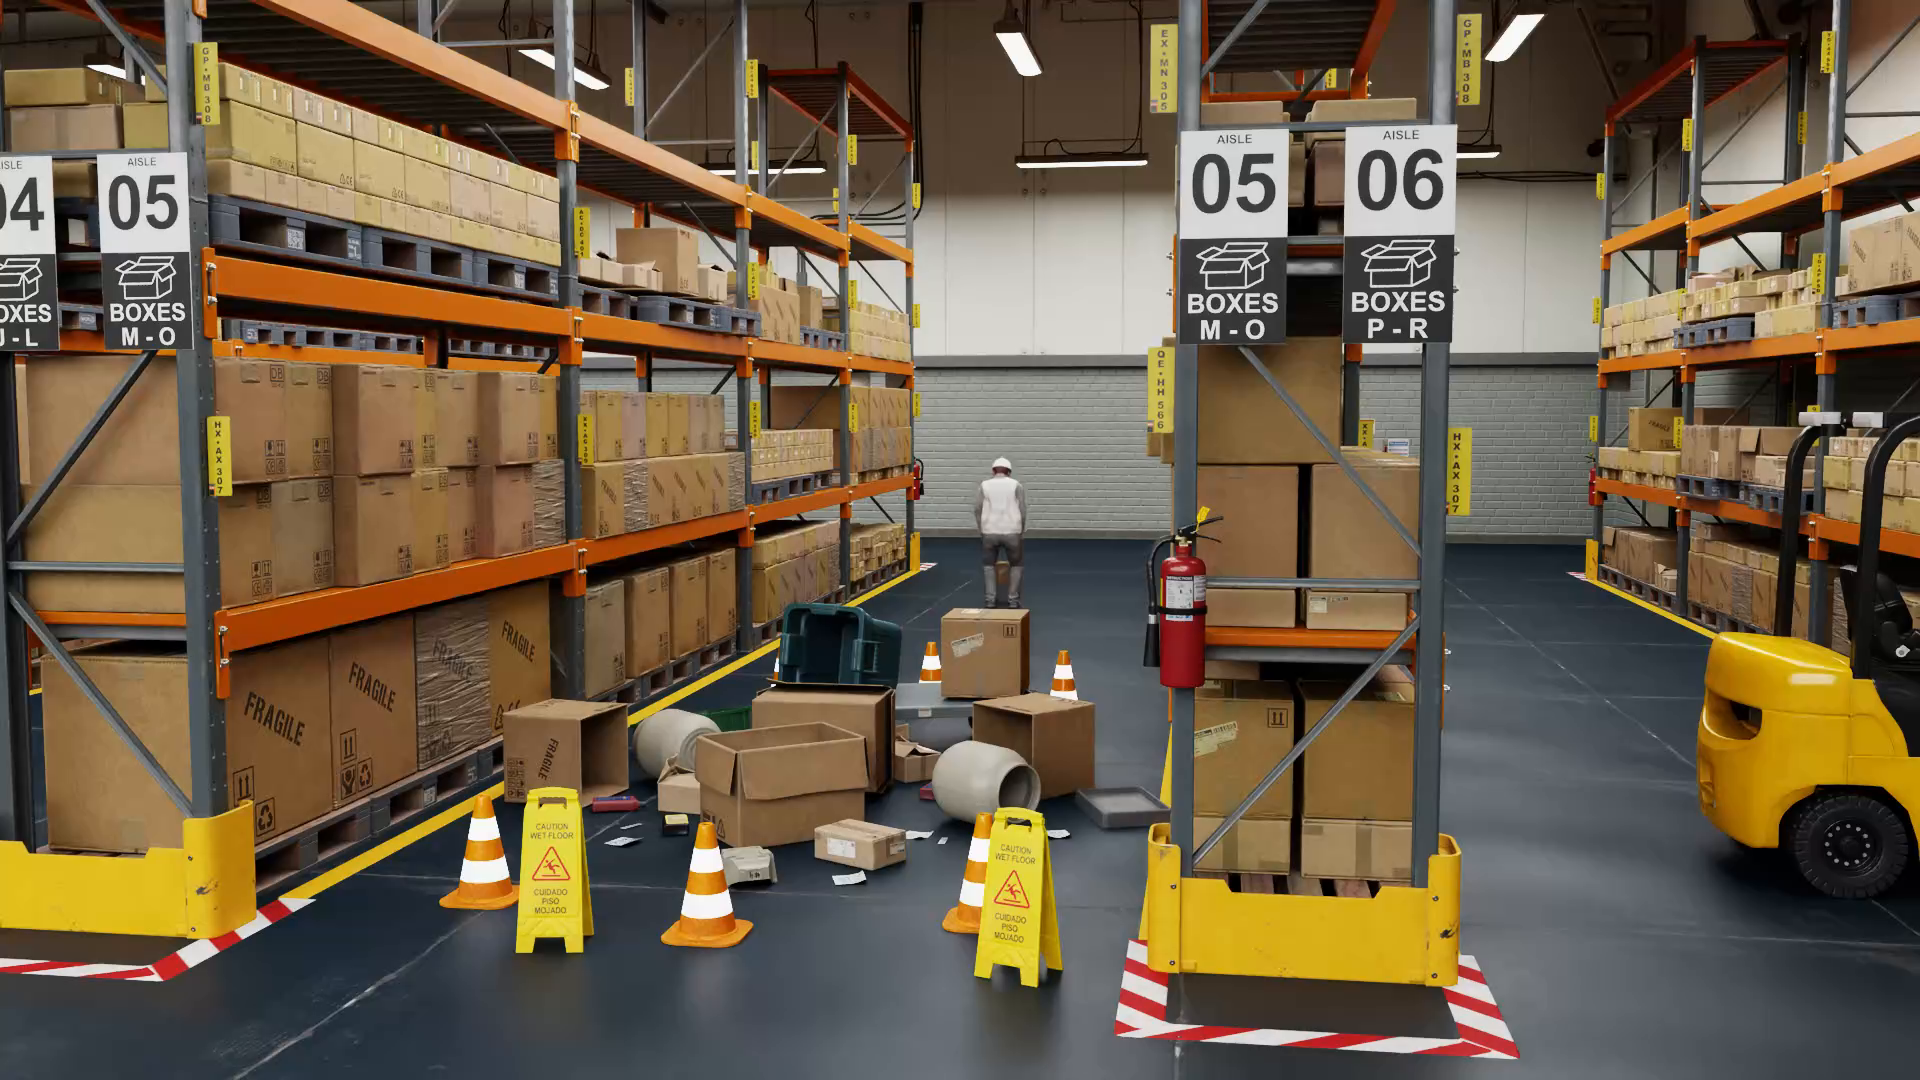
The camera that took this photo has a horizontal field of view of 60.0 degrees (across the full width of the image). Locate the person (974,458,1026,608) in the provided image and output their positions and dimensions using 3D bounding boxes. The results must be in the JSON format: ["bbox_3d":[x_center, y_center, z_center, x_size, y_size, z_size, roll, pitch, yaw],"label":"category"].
[{"bbox_3d":[0.443,-0.078,18.349,0.577,1.647,0.581,1,4,10],"label":"person"}]
